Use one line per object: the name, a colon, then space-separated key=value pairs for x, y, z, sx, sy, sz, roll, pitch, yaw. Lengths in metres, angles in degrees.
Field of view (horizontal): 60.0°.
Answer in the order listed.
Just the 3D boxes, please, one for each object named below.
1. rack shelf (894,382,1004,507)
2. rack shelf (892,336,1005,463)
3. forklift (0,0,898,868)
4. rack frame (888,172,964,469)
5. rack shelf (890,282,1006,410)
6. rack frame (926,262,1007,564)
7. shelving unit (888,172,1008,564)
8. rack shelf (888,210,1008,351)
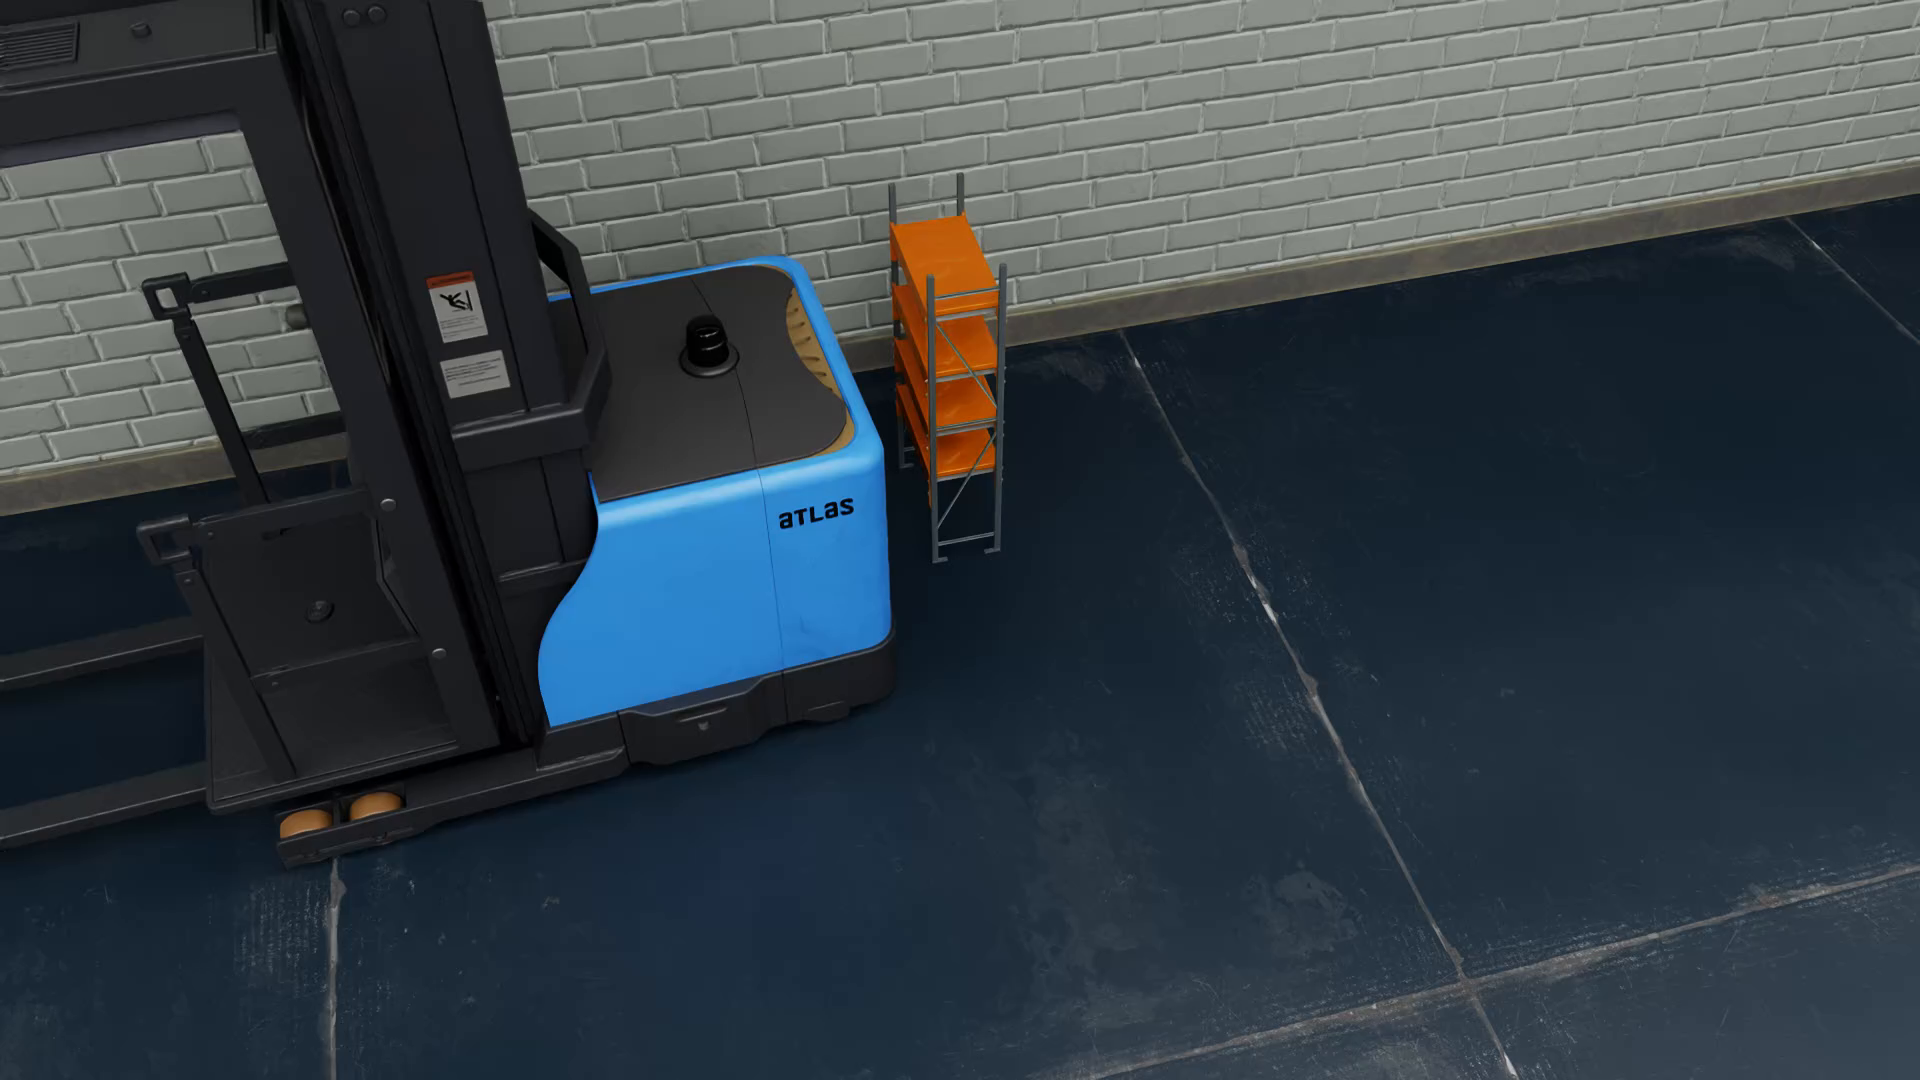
rack shelf: x=-0.042 y=-0.348 z=5.623 sx=0.258 sy=0.148 sz=0.480 roll=-11 pitch=47 yaw=-10
rack shelf: x=-0.042 y=-0.487 z=5.482 sx=0.258 sy=0.148 sz=0.480 roll=-11 pitch=47 yaw=-10
forklift: x=-1.769 y=-0.514 z=4.201 sx=3.031 sy=2.935 sz=1.130 roll=-13 pitch=47 yaw=-13
rack frame: x=-0.105 y=-0.703 z=5.599 sx=0.240 sy=1.200 sz=0.015 roll=-11 pitch=47 yaw=-10
rack shelf: x=-0.042 y=-0.644 z=5.322 sx=0.258 sy=0.148 sz=0.480 roll=-11 pitch=47 yaw=-10
rack frame: x=0.020 y=-0.366 z=5.268 sx=0.240 sy=1.200 sz=0.015 roll=-11 pitch=47 yaw=-10
shelving unit: x=-0.042 y=-0.534 z=5.433 sx=0.258 sy=1.200 sz=0.503 roll=-11 pitch=47 yaw=-10
rack shelf: x=-0.042 y=-0.809 z=5.153 sx=0.258 sy=0.148 sz=0.480 roll=-11 pitch=47 yaw=-10
